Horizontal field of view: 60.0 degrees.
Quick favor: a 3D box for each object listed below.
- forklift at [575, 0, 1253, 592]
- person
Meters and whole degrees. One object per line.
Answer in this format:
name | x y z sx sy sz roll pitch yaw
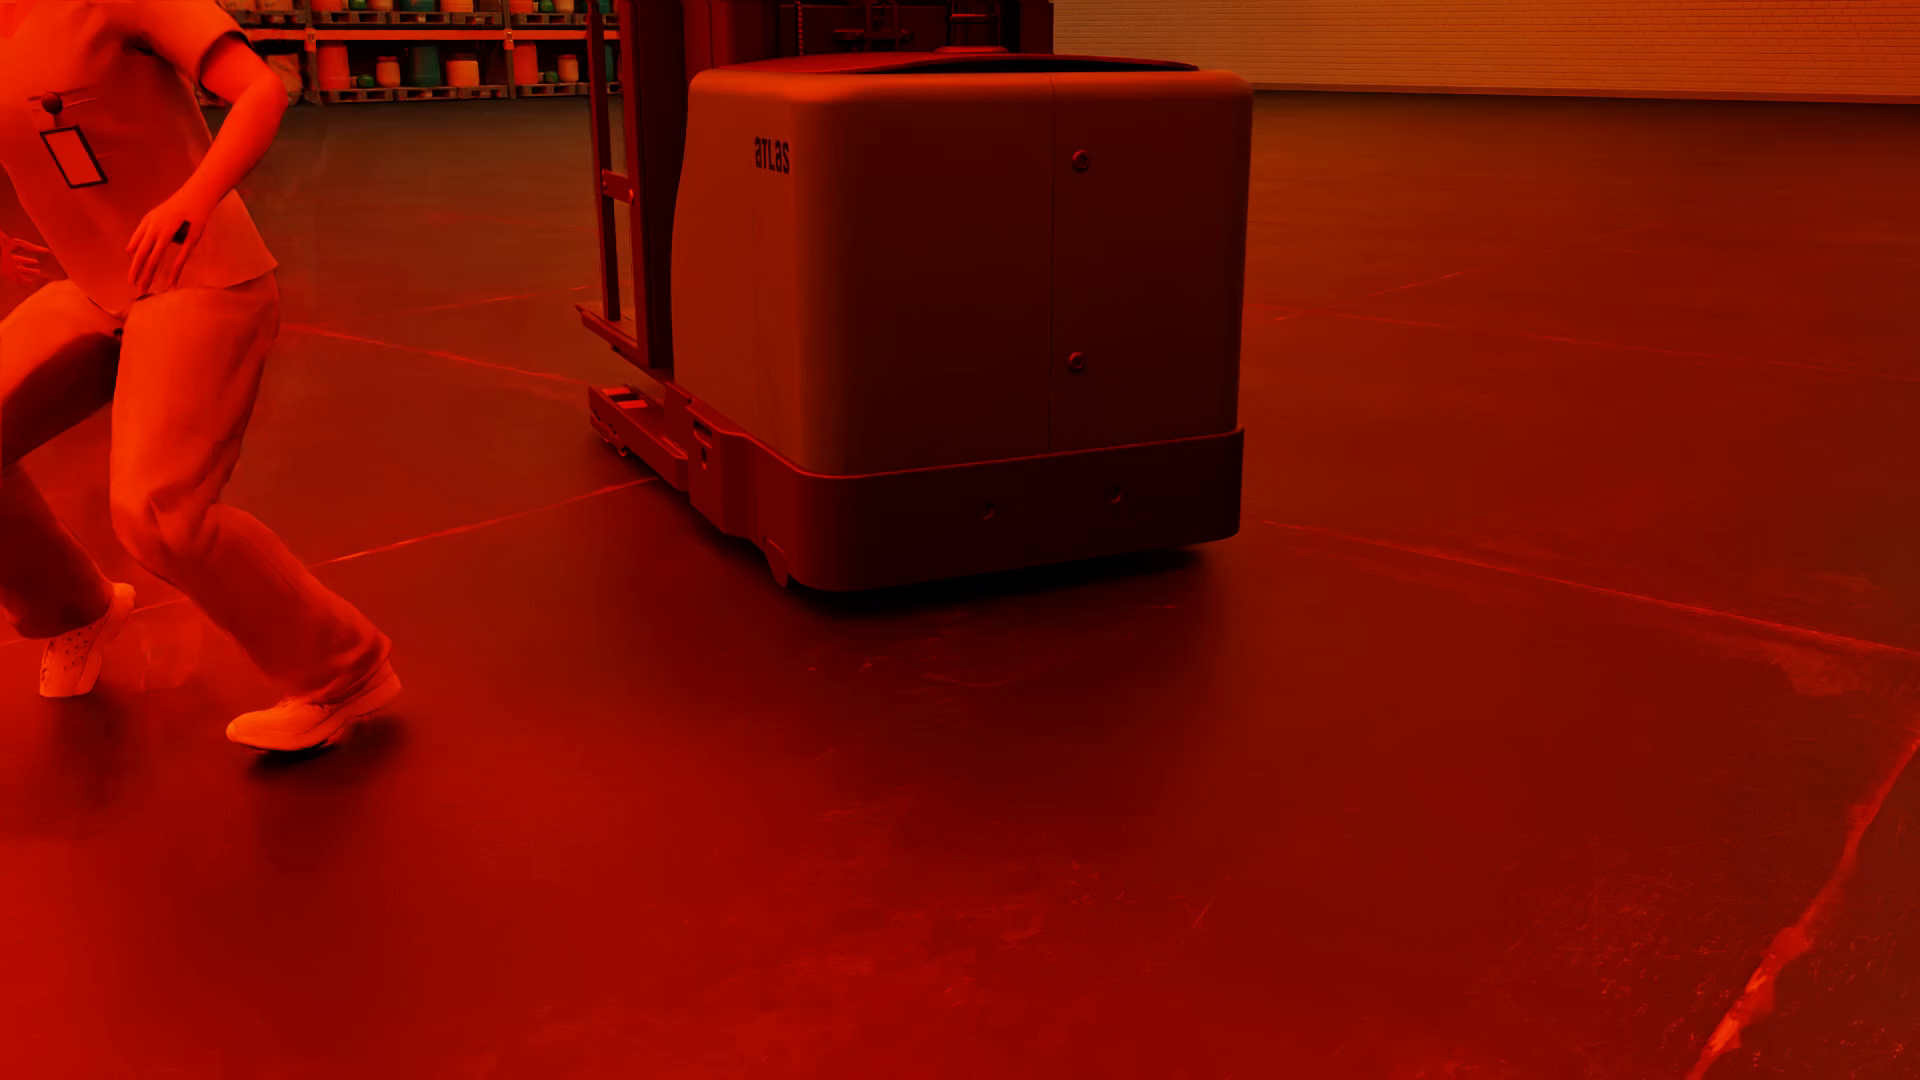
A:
forklift | -0.440 -1.681 4.434 1.130 2.935 3.031 -8 18 -24
person | -1.398 -0.364 2.676 0.909 1.581 0.498 8 18 24
